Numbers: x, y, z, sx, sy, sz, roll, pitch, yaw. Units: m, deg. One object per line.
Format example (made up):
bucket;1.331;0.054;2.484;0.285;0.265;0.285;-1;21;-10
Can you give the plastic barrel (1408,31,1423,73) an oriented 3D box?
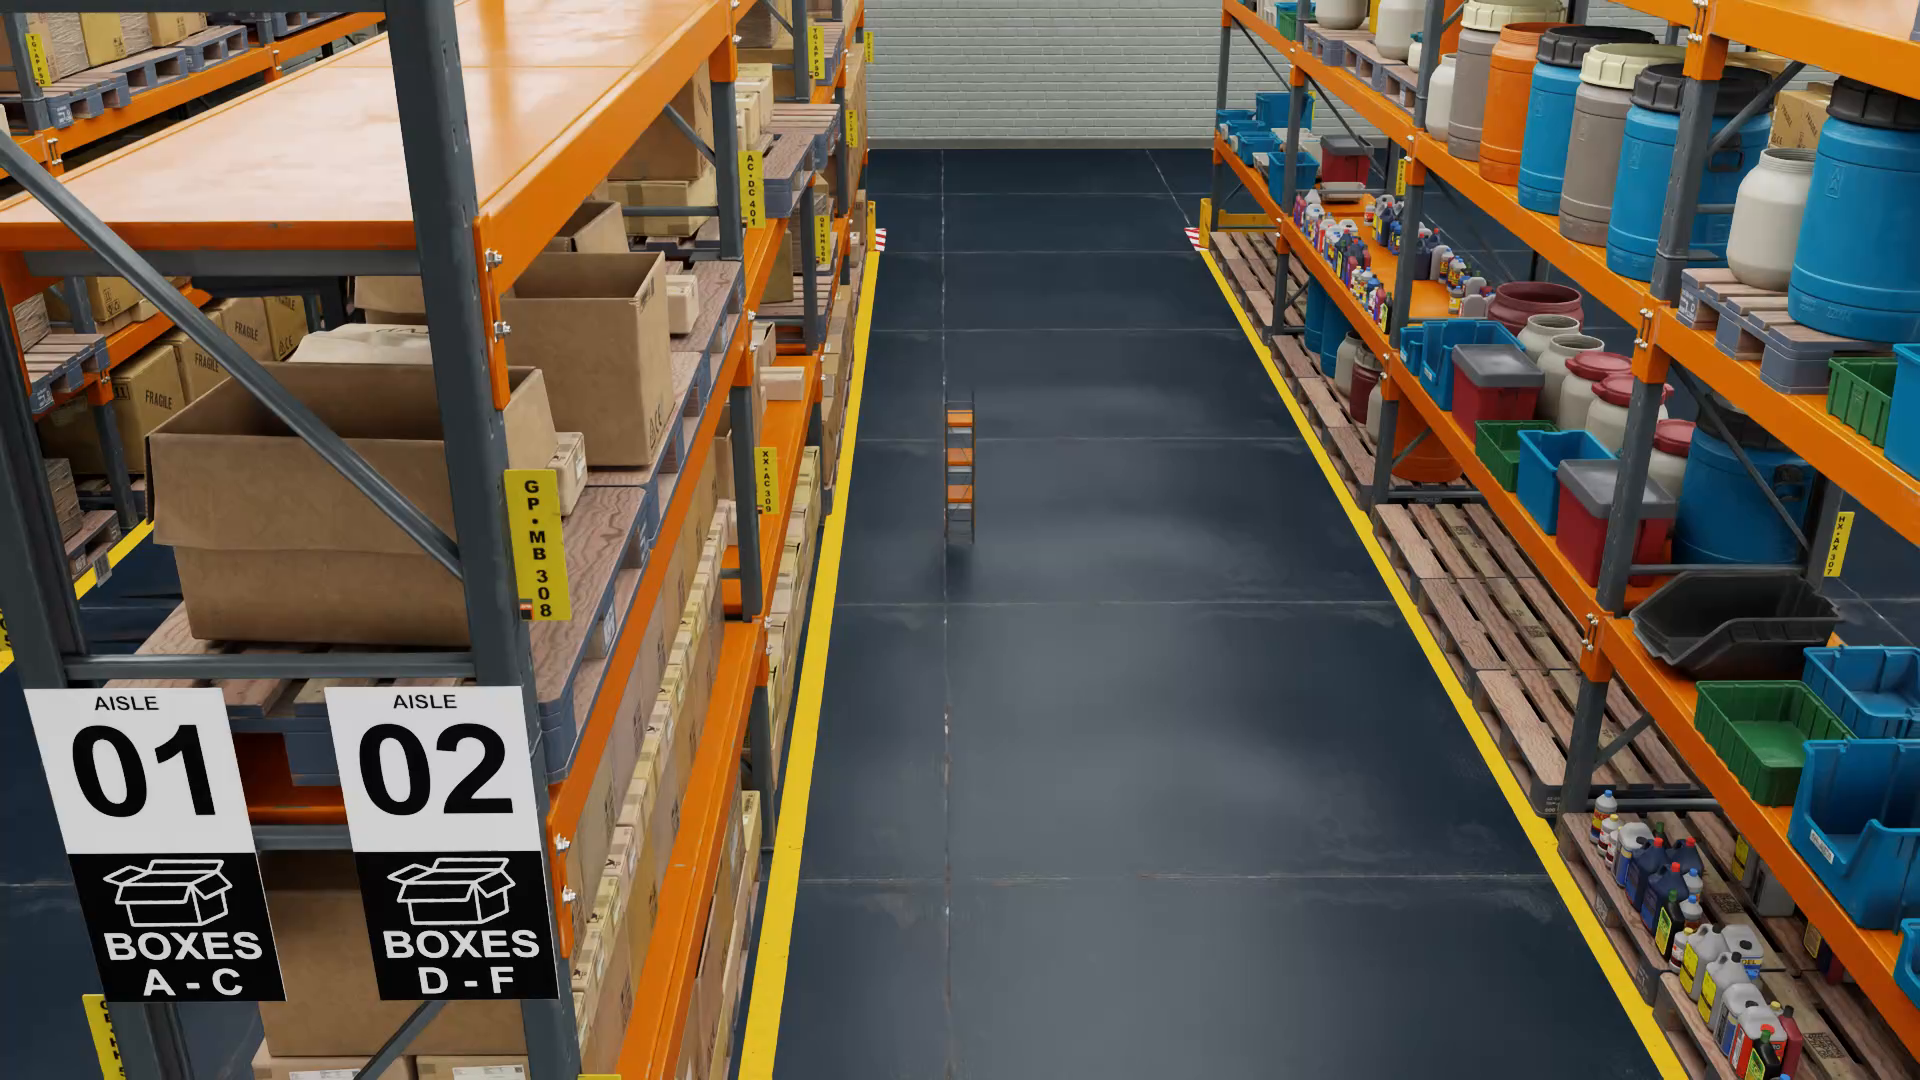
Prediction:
plastic barrel;3.319;-3.440;11.733;0.301;0.262;0.301;0;24;0

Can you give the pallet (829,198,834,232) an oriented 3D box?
pallet;-1.619;-2.714;14.343;1.003;0.211;1.213;0;24;-1

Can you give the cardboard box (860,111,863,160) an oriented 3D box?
cardboard box;-1.276;-4.222;17.324;0.500;0.500;0.500;0;24;0

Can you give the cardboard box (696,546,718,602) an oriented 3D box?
cardboard box;-1.209;0.145;6.880;0.380;0.149;0.250;-1;24;-2

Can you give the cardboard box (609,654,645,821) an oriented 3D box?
cardboard box;-1.399;0.539;5.223;0.700;0.500;0.500;0;24;0

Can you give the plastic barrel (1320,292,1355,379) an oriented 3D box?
plastic barrel;3.431;-1.871;14.283;0.600;0.901;0.708;0;24;-1

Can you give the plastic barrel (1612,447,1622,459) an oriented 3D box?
plastic barrel;3.660;-0.338;9.025;0.301;0.262;0.301;0;24;0

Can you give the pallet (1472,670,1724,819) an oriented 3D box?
pallet;3.474;1.092;9.079;1.003;0.211;1.213;0;24;-1

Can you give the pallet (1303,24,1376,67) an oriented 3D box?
pallet;3.540;-4.110;13.786;1.213;0.211;1.003;0;24;-1

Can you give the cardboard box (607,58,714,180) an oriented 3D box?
cardboard box;-1.399;-1.920;7.478;0.500;0.500;0.500;0;24;0

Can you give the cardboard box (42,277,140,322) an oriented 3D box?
cardboard box;-6.178;-1.850;11.695;0.500;0.500;0.500;0;24;1

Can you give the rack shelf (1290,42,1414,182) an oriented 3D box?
rack shelf;3.456;-3.366;12.786;1.077;0.370;4.000;0;24;-1

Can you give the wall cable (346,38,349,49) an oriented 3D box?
wall cable;-7.476;-5.742;19.572;0.084;1.984;1.851;0;24;-1

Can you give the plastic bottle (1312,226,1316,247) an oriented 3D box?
plastic bottle;3.038;-2.590;14.077;0.097;0.201;0.097;0;24;0

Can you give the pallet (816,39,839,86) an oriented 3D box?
pallet;-1.568;-3.716;12.913;1.213;0.211;1.003;0;24;-1

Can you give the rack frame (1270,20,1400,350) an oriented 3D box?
rack frame;3.434;-3.152;15.078;1.000;3.000;0.127;0;24;-1

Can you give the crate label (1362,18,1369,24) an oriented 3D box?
crate label;3.718;-4.601;14.963;0.293;0.136;0.466;0;24;-1

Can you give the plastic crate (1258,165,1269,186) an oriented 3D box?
plastic crate;3.153;-3.514;16.140;0.437;0.125;0.590;0;24;-1

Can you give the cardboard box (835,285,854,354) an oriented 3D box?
cardboard box;-1.227;-1.990;15.010;0.500;0.500;0.500;0;24;-1

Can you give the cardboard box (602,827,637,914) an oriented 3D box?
cardboard box;-1.185;0.995;5.002;0.380;0.149;0.250;-1;24;-1

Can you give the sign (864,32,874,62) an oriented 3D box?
sign;-1.008;-5.445;18.360;0.100;0.325;0.005;0;24;-1

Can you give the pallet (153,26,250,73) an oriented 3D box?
pallet;-6.413;-4.009;13.566;0.805;0.209;1.217;-1;24;-3

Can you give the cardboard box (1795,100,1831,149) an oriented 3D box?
cardboard box;8.114;-3.771;15.359;0.500;0.500;0.500;0;24;1

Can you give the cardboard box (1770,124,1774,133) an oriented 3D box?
cardboard box;8.103;-4.054;16.895;0.500;0.250;0.500;-1;24;-2

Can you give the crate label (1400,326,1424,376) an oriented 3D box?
crate label;3.107;-1.252;11.081;0.303;0.233;0.416;0;24;-1

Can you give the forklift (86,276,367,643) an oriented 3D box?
forklift;-3.762;-0.758;9.869;3.031;2.935;1.130;-3;25;-7

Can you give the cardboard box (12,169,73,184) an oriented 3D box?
cardboard box;-6.697;-2.601;12.445;0.500;0.250;0.500;-1;24;-2

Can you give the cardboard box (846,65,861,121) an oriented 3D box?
cardboard box;-1.261;-4.465;16.647;0.500;0.500;0.500;0;24;1

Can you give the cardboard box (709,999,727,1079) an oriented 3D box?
cardboard box;-1.186;2.035;6.437;0.500;0.250;0.500;0;24;-1

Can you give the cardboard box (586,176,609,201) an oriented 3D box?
cardboard box;-1.690;-1.293;6.528;0.500;0.500;0.500;2;24;4

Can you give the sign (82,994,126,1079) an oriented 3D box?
sign;-1.931;1.175;3.819;0.100;0.325;0.005;0;24;-1

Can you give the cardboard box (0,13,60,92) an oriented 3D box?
cardboard box;-6.491;-3.267;11.039;0.700;0.500;0.500;-2;24;-5

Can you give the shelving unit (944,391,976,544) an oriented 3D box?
shelving unit;-0.001;-0.500;11.582;0.215;1.050;0.252;0;24;-1

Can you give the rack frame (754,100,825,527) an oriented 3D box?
rack frame;-1.475;-1.483;11.388;1.000;3.000;0.127;0;24;-1

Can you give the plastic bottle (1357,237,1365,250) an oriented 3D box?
plastic bottle;3.191;-2.296;13.343;0.097;0.271;0.097;0;24;0

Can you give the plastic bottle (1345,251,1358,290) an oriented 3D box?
plastic bottle;3.034;-2.086;12.864;0.061;0.283;0.133;0;24;-1

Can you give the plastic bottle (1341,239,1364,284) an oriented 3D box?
plastic bottle;3.074;-2.182;12.995;0.144;0.351;0.185;0;24;-1

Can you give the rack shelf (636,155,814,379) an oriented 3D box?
rack shelf;-1.454;-1.697;9.096;1.077;0.370;4.000;0;24;-1

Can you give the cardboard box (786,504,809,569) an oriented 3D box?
cardboard box;-1.209;-0.040;10.345;0.500;0.311;0.500;0;24;-1

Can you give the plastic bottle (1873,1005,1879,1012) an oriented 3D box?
plastic bottle;3.850;1.821;6.860;0.097;0.271;0.097;0;24;0

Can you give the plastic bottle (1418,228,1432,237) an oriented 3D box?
plastic bottle;3.775;-2.425;13.622;0.152;0.276;0.135;0;24;-1

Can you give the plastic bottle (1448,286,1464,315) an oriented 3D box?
plastic bottle;3.667;-1.775;12.276;0.097;0.201;0.097;0;24;0

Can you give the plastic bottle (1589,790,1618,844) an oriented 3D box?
plastic bottle;3.086;1.321;7.966;0.097;0.271;0.097;0;24;0

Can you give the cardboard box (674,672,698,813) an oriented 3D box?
cardboard box;-1.407;0.727;6.381;0.700;0.500;0.500;0;24;0

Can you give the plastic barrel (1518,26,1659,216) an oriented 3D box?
plastic barrel;3.284;-2.198;8.721;0.600;0.901;0.708;0;24;-1

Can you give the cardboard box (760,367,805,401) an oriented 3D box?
cardboard box;-1.189;-0.999;10.623;0.380;0.149;0.250;0;24;-1

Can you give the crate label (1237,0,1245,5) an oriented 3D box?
crate label;3.077;-5.717;17.291;0.408;0.251;0.502;0;24;-1

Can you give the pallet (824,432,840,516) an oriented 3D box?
pallet;-1.446;-0.520;12.643;1.003;0.211;1.213;0;24;-1

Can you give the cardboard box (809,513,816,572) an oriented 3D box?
cardboard box;-1.217;0.007;10.922;0.500;0.250;0.500;-1;24;-1

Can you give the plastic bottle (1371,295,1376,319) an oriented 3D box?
plastic bottle;3.061;-1.720;12.155;0.097;0.201;0.097;0;24;0

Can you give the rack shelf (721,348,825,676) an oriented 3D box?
rack shelf;-1.454;-0.331;9.714;1.077;0.370;4.000;0;24;-1

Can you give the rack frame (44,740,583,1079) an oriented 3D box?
rack frame;-1.388;1.814;4.099;1.000;3.000;0.127;0;24;-1

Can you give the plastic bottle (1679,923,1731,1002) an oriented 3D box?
plastic bottle;3.122;1.739;6.946;0.144;0.351;0.185;0;24;-1

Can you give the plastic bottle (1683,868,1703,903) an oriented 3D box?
plastic bottle;3.238;1.581;7.391;0.097;0.271;0.097;0;24;0

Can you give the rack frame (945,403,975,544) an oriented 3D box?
rack frame;0.001;-0.450;11.471;0.200;1.050;0.008;0;24;-1

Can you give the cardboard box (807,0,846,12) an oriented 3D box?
cardboard box;-1.276;-4.859;14.788;0.500;0.250;0.500;0;24;-1
